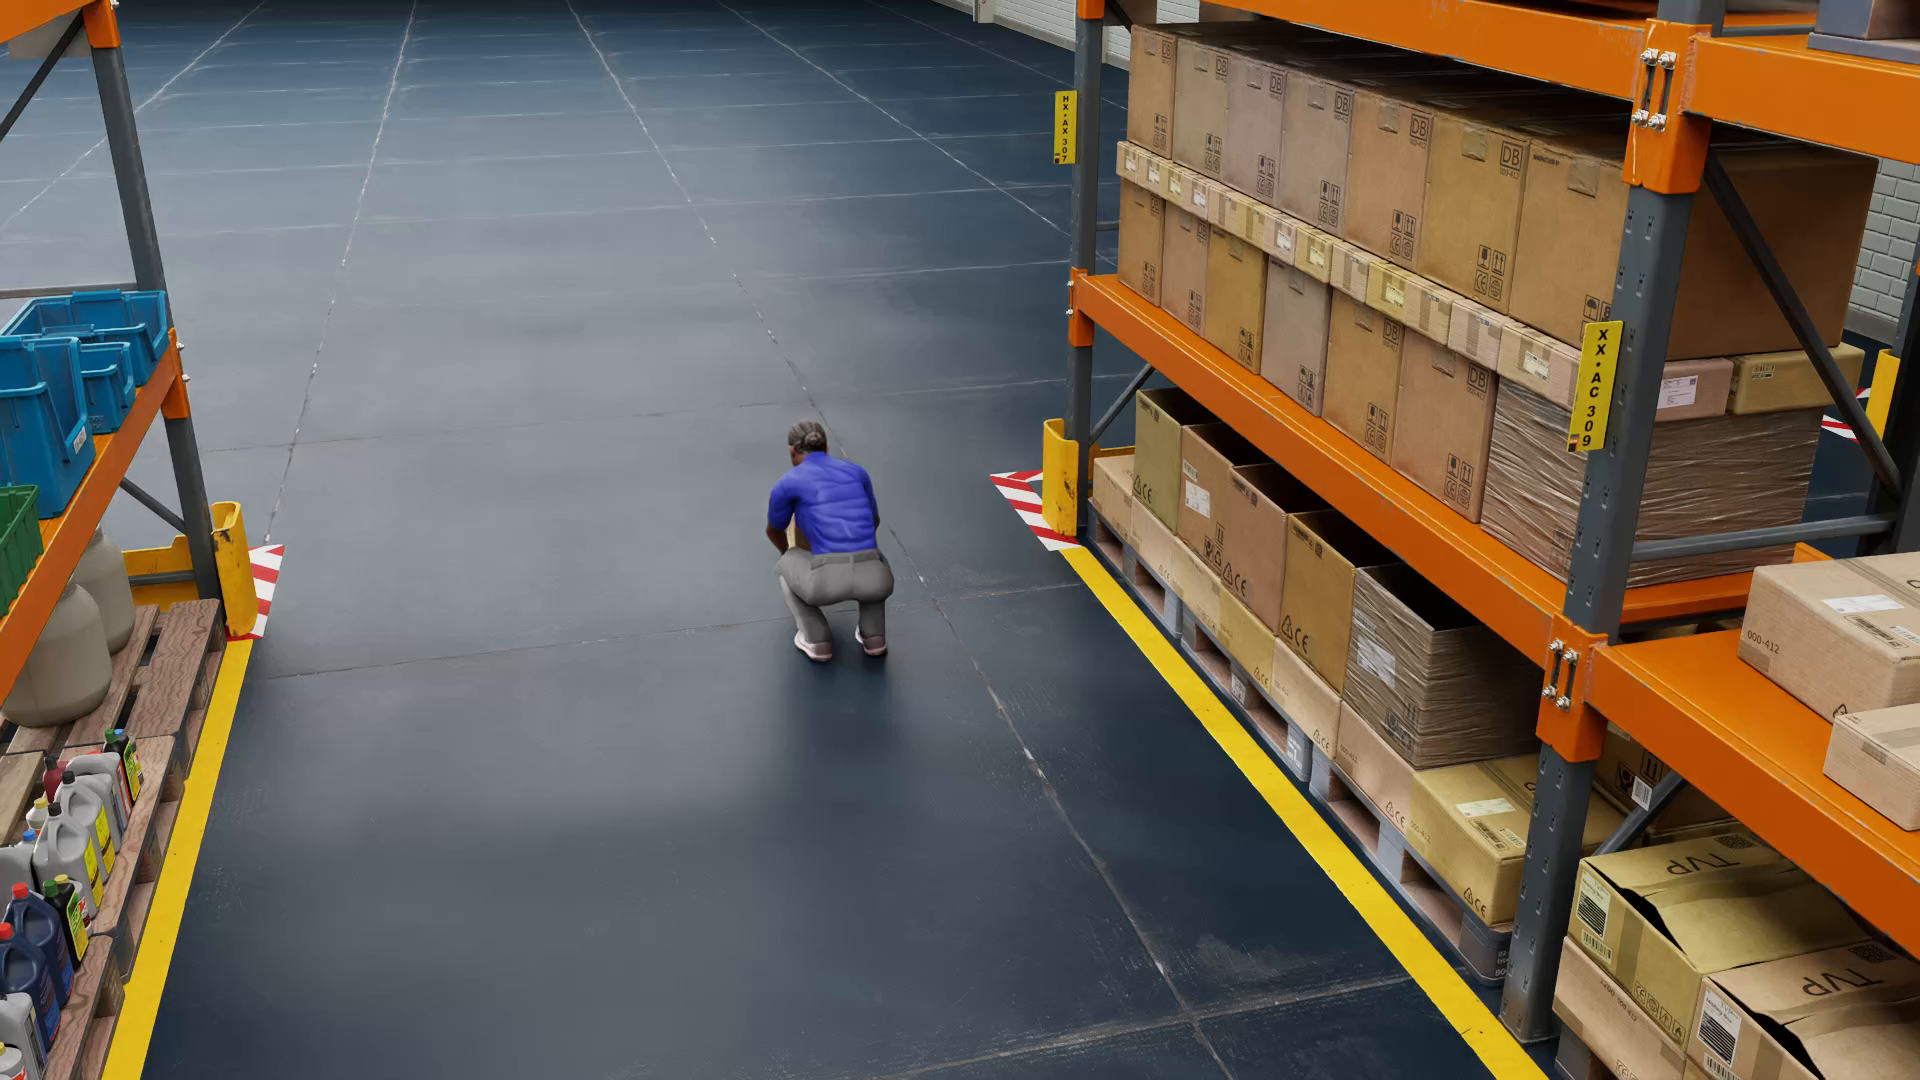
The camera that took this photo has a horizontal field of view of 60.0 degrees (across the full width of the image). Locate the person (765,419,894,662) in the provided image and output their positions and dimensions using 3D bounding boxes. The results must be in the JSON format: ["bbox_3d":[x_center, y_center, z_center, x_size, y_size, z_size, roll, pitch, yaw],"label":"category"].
[{"bbox_3d":[-0.551,-0.015,7.098,0.506,0.921,0.820,-6,24,-14],"label":"person"}]
